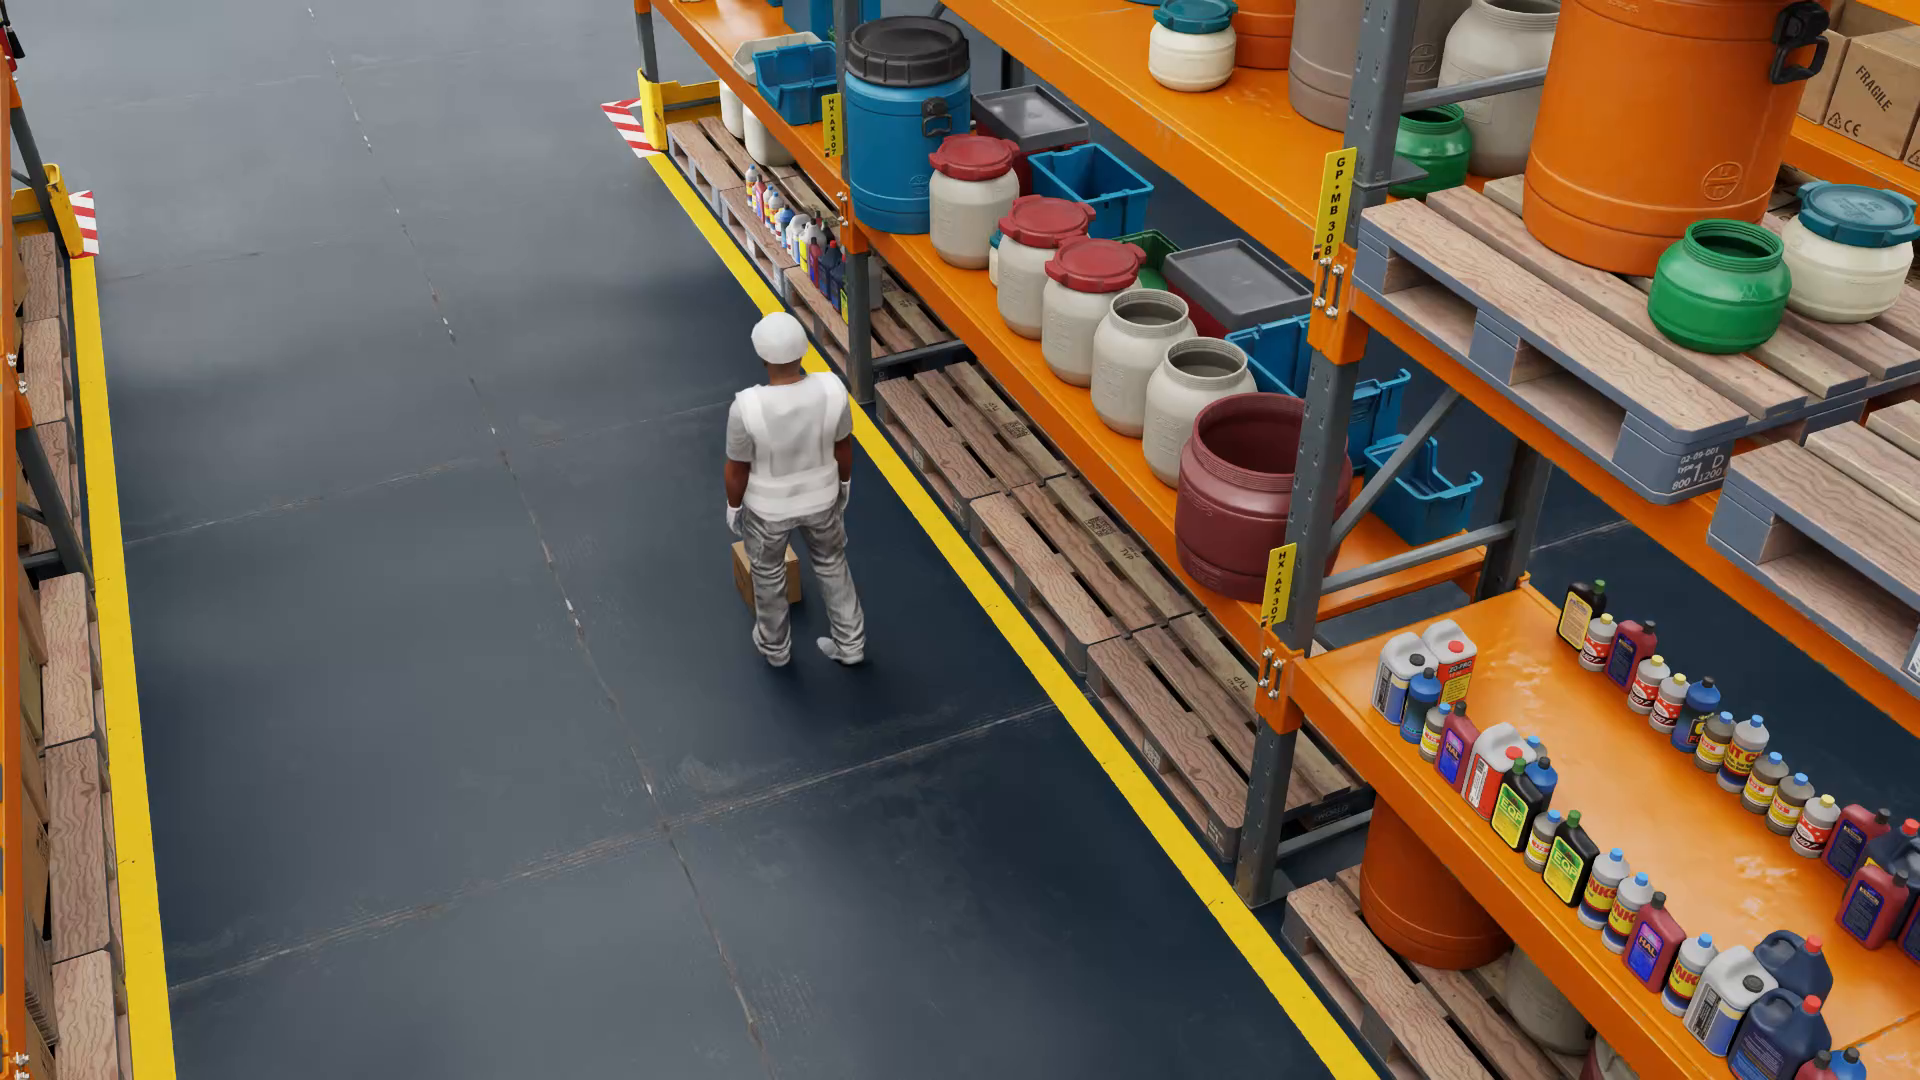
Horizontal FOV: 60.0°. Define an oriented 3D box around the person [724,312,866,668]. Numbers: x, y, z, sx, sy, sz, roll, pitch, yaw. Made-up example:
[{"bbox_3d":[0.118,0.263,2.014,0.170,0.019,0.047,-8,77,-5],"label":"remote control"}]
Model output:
[{"bbox_3d":[-0.737,-0.185,7.121,0.558,1.828,0.456,-15,39,-19],"label":"person"}]
